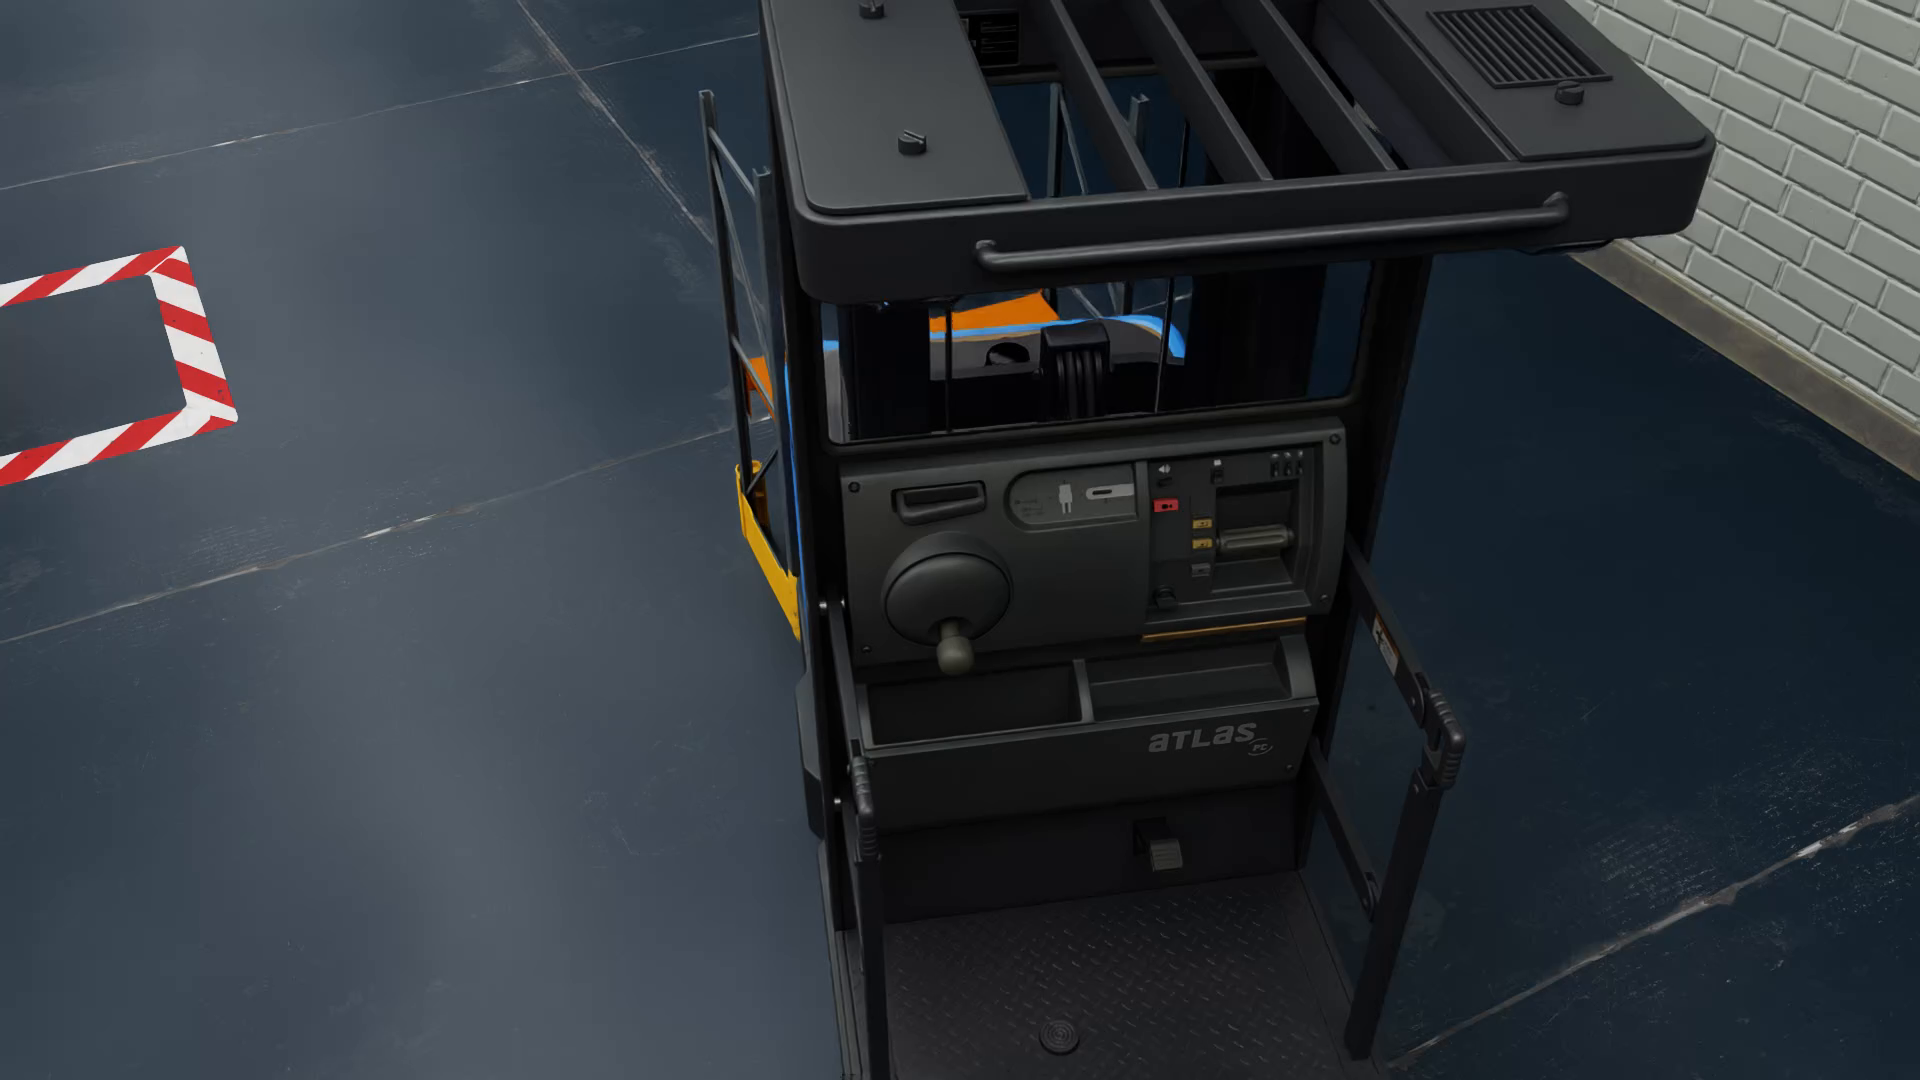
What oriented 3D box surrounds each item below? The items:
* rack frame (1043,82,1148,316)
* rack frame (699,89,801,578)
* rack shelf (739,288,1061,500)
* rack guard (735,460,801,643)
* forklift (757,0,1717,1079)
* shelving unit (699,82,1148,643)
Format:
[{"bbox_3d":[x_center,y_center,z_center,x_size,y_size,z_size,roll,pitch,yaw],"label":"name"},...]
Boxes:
[{"bbox_3d":[0.371,-0.702,4.918,0.032,1.500,0.500,-16,43,-18],"label":"rack frame"},{"bbox_3d":[-0.564,-0.443,4.612,0.032,1.500,0.500,-16,43,-18],"label":"rack frame"},{"bbox_3d":[-0.097,-0.435,4.882,1.000,0.185,0.538,-16,43,-18],"label":"rack shelf"},{"bbox_3d":[-0.546,0.029,5.022,0.087,0.250,0.587,-16,43,-18],"label":"rack guard"},{"bbox_3d":[0.289,0.093,2.872,1.130,2.935,3.031,-6,41,-7],"label":"forklift"},{"bbox_3d":[-0.088,-0.575,4.768,1.083,1.500,0.587,-16,43,-18],"label":"shelving unit"}]
